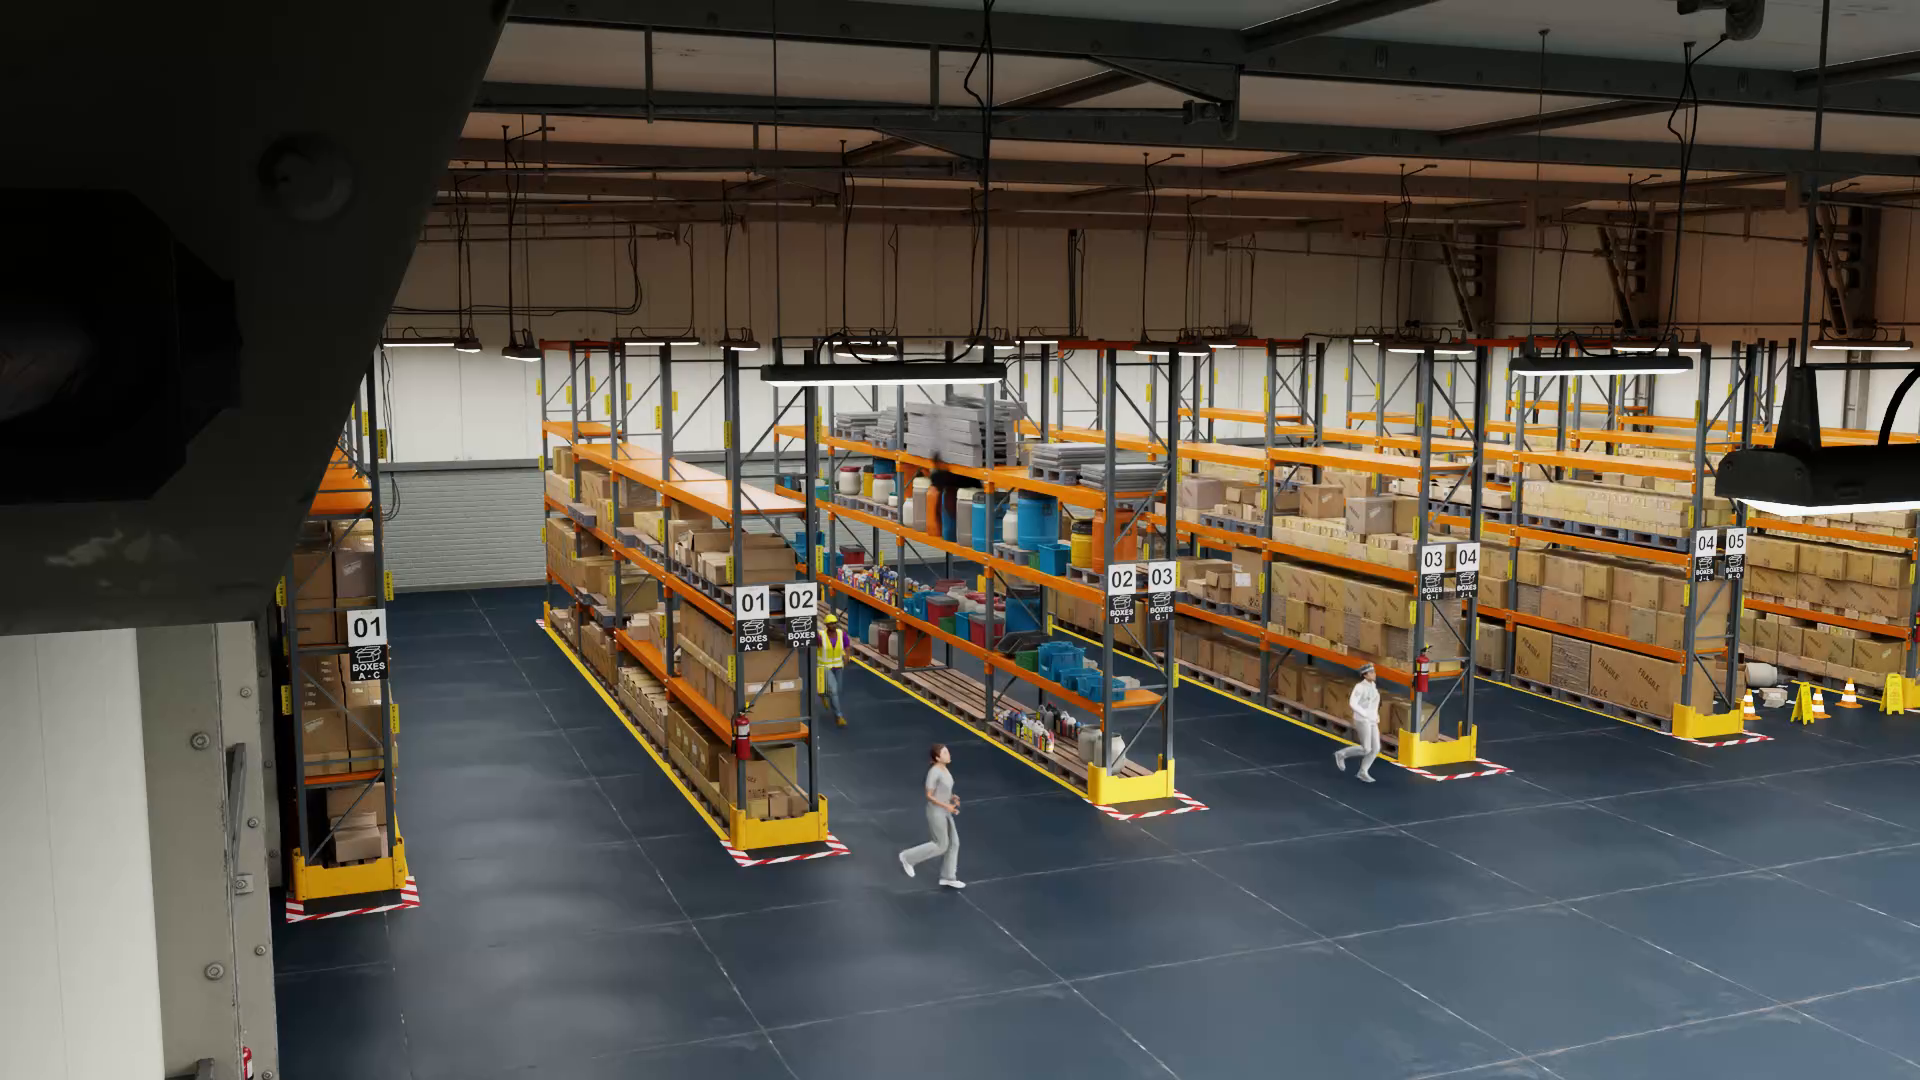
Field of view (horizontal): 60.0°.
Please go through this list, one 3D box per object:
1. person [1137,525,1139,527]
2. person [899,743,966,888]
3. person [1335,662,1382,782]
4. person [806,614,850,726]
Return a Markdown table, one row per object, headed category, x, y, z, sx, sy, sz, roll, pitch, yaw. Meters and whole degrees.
| category | x | y | z | sx | sy | sz | roll | pitch | yaw |
| --- | --- | --- | --- | --- | --- | --- | --- | --- | --- |
| person | 4.060 | 0.411 | 39.525 | 0.647 | 1.568 | 0.538 | 1 | 7 | 6 |
| person | -0.294 | 3.103 | 18.795 | 0.746 | 1.641 | 0.573 | 2 | 8 | 13 |
| person | 5.602 | 2.516 | 23.231 | 0.610 | 1.674 | 0.642 | 6 | 10 | 39 |
| person | -2.074 | 2.033 | 26.547 | 0.726 | 1.749 | 0.897 | -4 | 8 | -27 |
